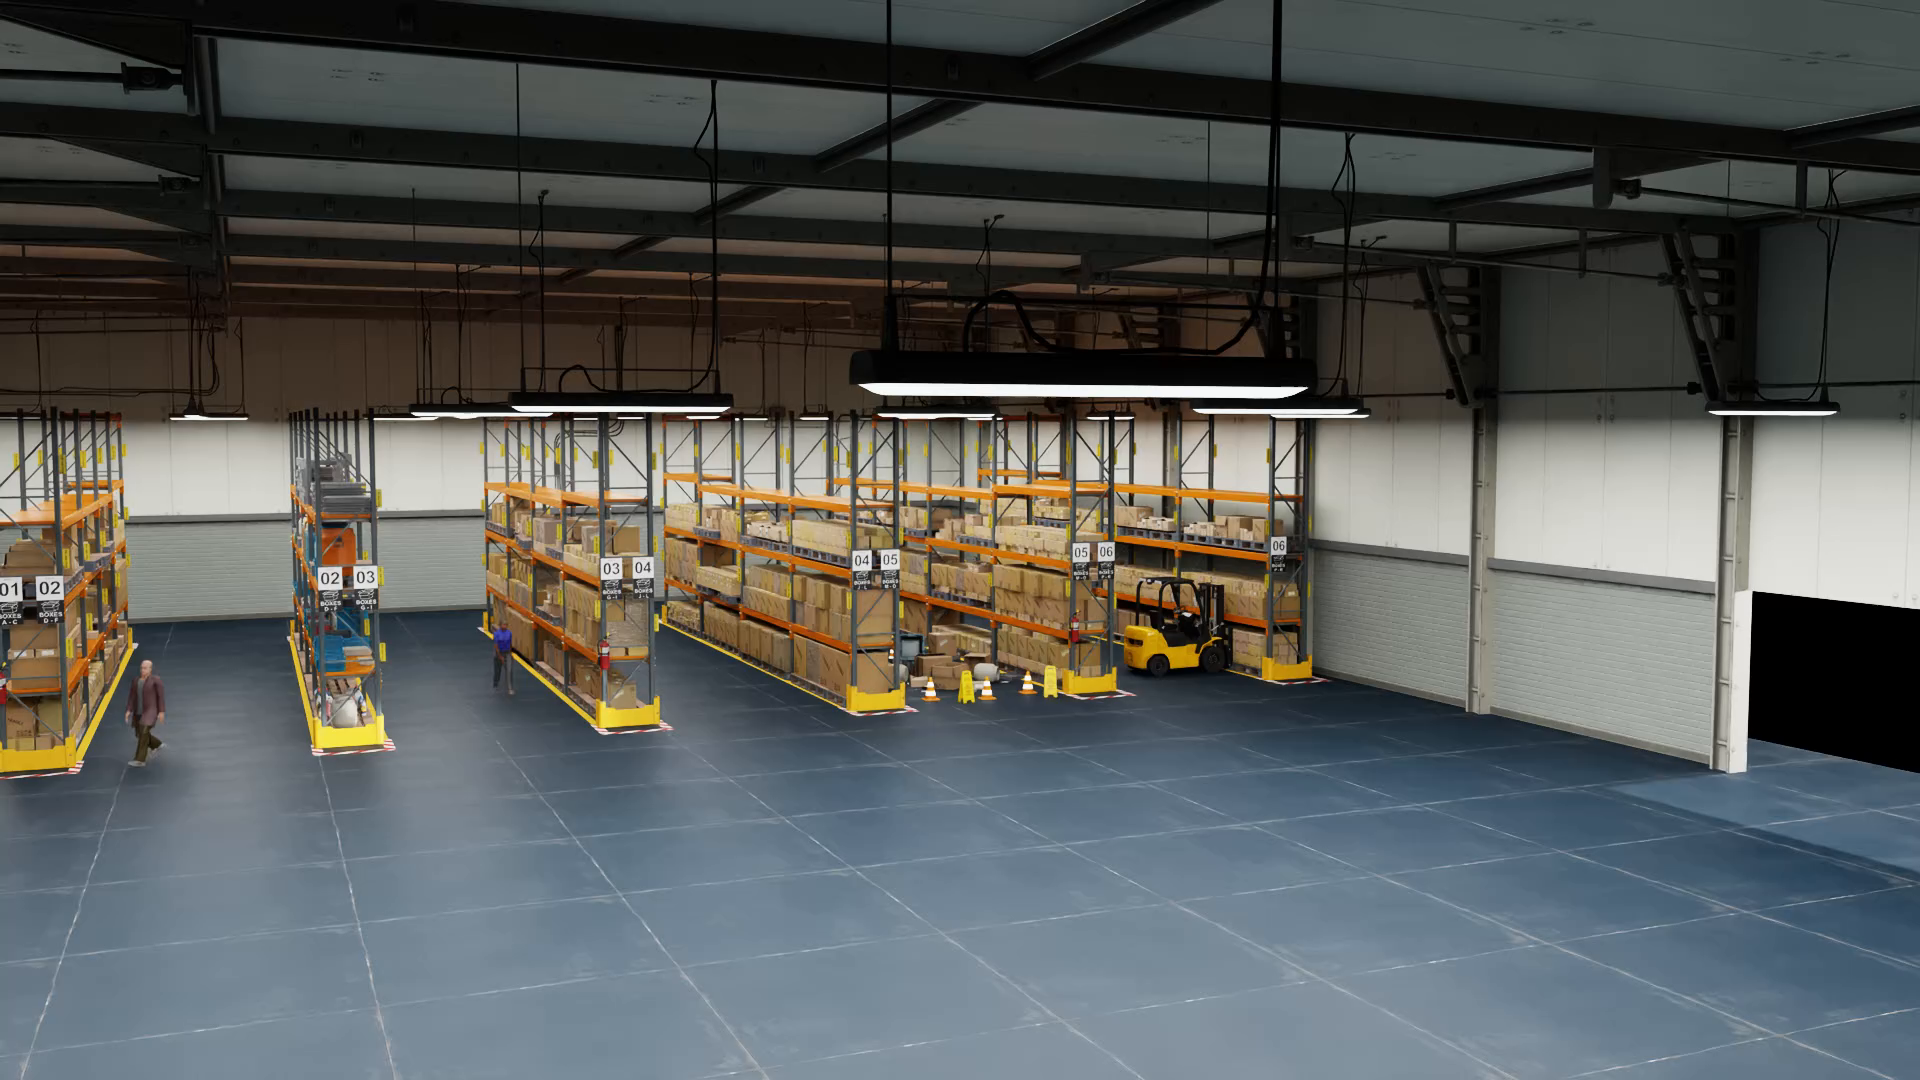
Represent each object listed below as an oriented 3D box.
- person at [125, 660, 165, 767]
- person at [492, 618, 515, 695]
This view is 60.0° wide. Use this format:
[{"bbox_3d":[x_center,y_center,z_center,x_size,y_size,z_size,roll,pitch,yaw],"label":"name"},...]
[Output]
[{"bbox_3d":[-13.653,2.886,27.880,0.630,1.754,0.994,1,4,14],"label":"person"},{"bbox_3d":[-9.628,2.448,35.125,0.452,1.596,0.981,-3,5,-35],"label":"person"}]
